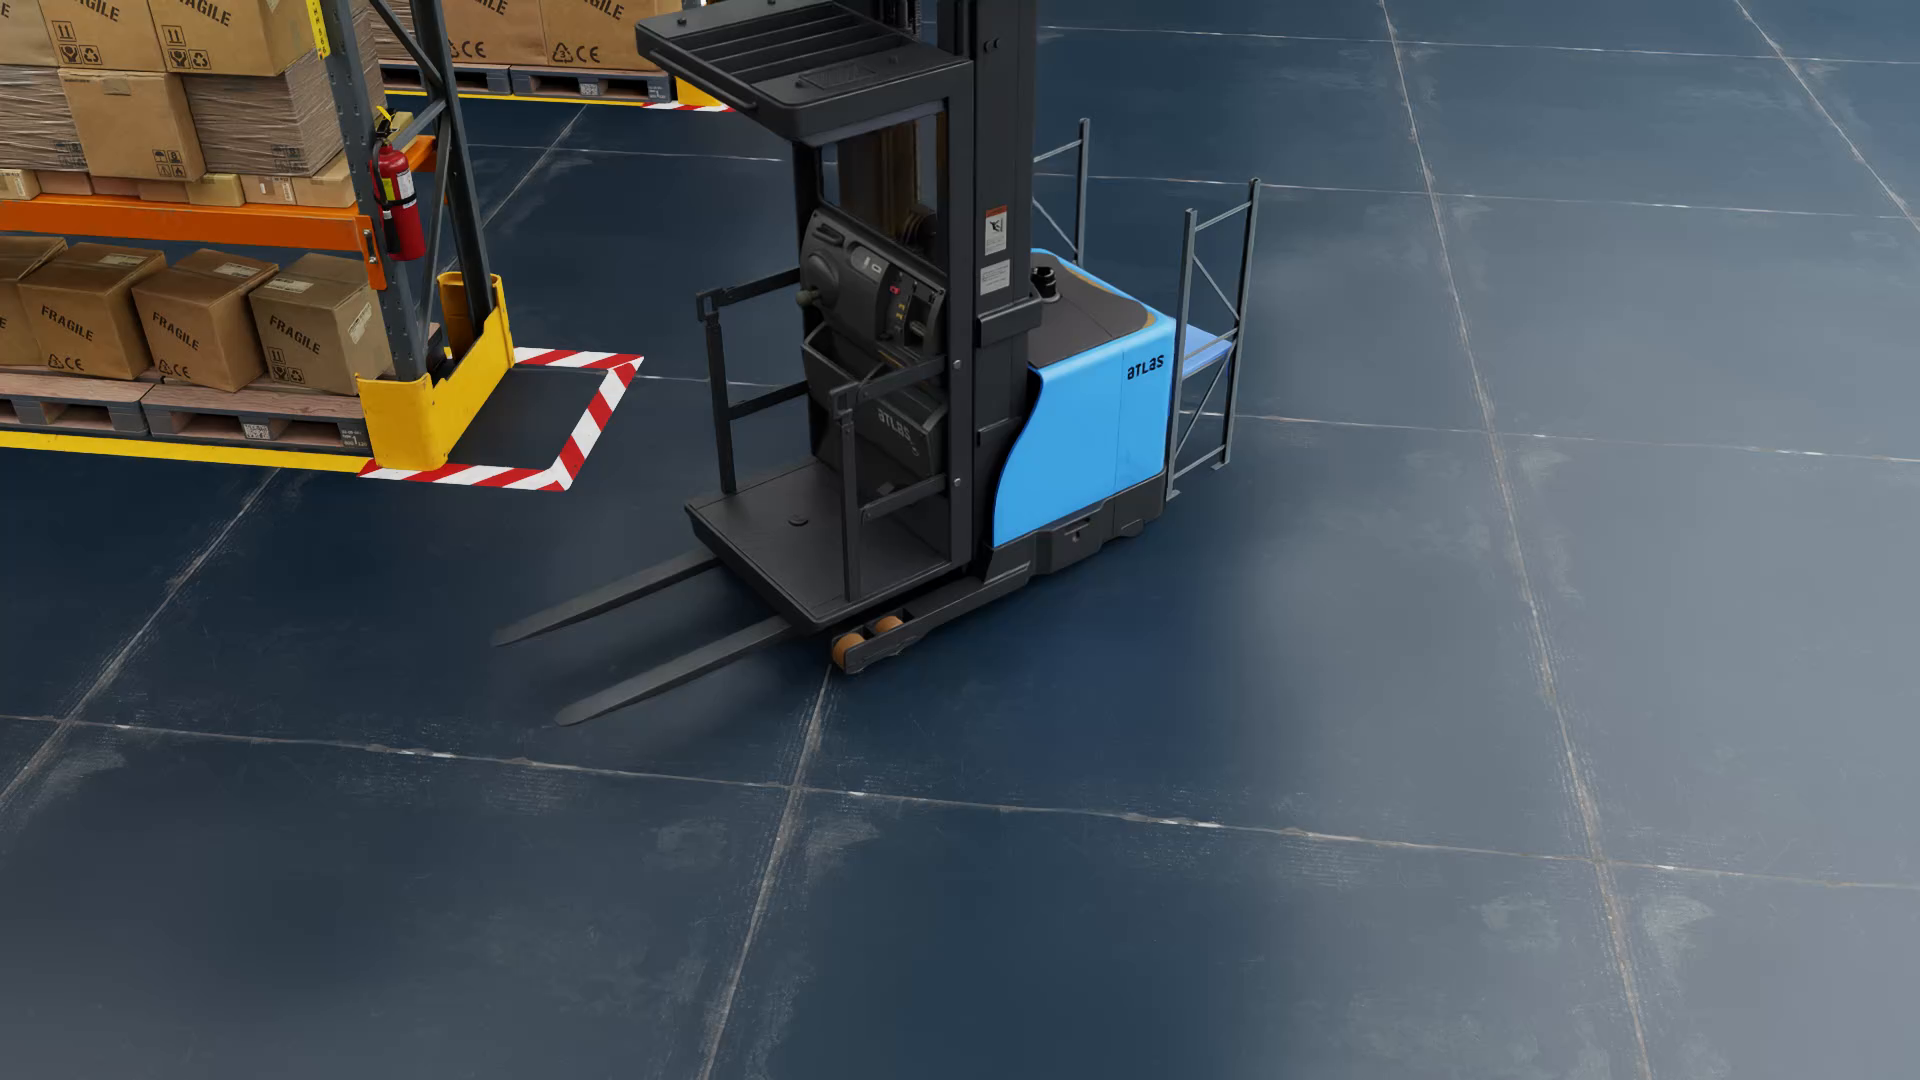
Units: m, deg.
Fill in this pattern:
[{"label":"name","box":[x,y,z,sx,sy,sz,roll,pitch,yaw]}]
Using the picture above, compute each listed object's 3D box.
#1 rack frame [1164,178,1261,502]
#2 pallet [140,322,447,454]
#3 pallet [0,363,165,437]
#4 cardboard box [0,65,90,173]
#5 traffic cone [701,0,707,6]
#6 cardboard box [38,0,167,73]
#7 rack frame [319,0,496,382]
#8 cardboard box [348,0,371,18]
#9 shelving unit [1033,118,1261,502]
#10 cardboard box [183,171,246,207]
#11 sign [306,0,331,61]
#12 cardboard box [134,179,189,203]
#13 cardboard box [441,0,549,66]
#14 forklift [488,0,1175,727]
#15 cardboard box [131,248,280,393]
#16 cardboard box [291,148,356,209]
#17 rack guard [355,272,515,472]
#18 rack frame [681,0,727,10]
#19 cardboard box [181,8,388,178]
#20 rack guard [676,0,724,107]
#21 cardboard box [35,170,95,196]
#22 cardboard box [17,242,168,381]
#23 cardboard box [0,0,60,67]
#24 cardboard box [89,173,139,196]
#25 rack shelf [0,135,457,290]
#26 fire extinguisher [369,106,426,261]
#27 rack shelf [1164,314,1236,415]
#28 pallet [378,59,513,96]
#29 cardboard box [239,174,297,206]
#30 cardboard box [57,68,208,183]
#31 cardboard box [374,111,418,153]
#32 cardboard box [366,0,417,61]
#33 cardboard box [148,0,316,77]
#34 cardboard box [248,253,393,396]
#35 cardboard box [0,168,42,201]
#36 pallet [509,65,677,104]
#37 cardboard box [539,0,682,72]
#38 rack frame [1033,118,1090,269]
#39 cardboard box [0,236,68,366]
[{"label":"rack frame","box":[1.156,-0.903,7.724,0.032,1.500,0.500,30,45,35]},{"label":"pallet","box":[-3.477,-0.850,8.760,1.213,0.211,1.003,4,36,6]},{"label":"pallet","box":[-4.684,-0.942,8.888,1.213,0.211,1.003,4,36,6]},{"label":"cardboard box","box":[-4.144,-2.147,7.834,0.500,0.500,0.875,4,36,6]},{"label":"traffic cone","box":[-2.214,-4.575,13.761,0.334,0.463,0.336,4,36,6]},{"label":"cardboard box","box":[-3.674,-2.400,7.328,0.500,0.500,0.500,4,36,6]},{"label":"rack frame","box":[-2.600,-1.899,7.829,0.127,3.000,1.000,4,36,6]},{"label":"cardboard box","box":[-3.111,-2.666,7.700,0.500,0.500,0.500,4,36,6]},{"label":"shelving unit","box":[0.797,-1.111,8.016,1.048,1.500,0.538,30,45,35]},{"label":"cardboard box","box":[-3.412,-1.707,7.776,0.250,0.149,0.380,4,36,6]},{"label":"sign","box":[-2.691,-2.181,6.955,0.005,0.325,0.100,4,36,6]},{"label":"cardboard box","box":[-3.658,-1.734,7.814,0.250,0.149,0.380,4,36,6]},{"label":"cardboard box","box":[-3.422,-4.132,12.425,0.875,0.875,0.875,4,36,5]},{"label":"forklift","box":[-0.524,-0.983,6.604,3.031,2.935,1.130,-24,42,-29]},{"label":"cardboard box","box":[-3.815,-1.133,8.546,0.500,0.500,0.500,14,38,18]},{"label":"cardboard box","box":[-2.909,-1.699,7.765,0.250,0.149,0.380,4,36,6]},{"label":"rack guard","box":[-2.676,-0.887,8.563,0.348,0.500,1.175,4,36,6]},{"label":"rack frame","box":[-1.868,-4.750,11.823,0.127,3.000,1.000,4,36,6]},{"label":"cardboard box","box":[-3.142,-2.118,7.793,0.500,0.500,0.875,4,36,6]},{"label":"rack guard","box":[-1.844,-3.730,12.547,0.348,0.500,1.175,4,36,6]},{"label":"cardboard box","box":[-4.151,-1.782,7.881,0.250,0.149,0.380,4,36,6]},{"label":"cardboard box","box":[-4.433,-1.190,8.626,0.500,0.500,0.500,7,36,10]},{"label":"cardboard box","box":[-4.170,-2.438,7.382,0.500,0.500,0.500,4,36,6]},{"label":"cardboard box","box":[-3.900,-1.777,7.873,0.250,0.149,0.380,4,36,6]},{"label":"rack shelf","box":[-4.584,-1.754,8.245,4.000,0.370,1.077,4,36,6]},{"label":"fire extinguisher","box":[-2.545,-1.594,7.468,0.183,0.674,0.296,4,36,6]},{"label":"rack shelf","box":[0.797,-0.965,8.121,1.000,0.185,0.538,30,45,35]},{"label":"pallet","box":[-3.878,-3.720,12.781,1.213,0.211,1.003,4,36,6]},{"label":"cardboard box","box":[-3.157,-1.718,7.791,0.250,0.149,0.380,4,36,6]},{"label":"cardboard box","box":[-3.654,-2.085,7.748,0.500,0.500,0.875,4,36,6]},{"label":"cardboard box","box":[-2.853,-1.955,8.124,0.250,0.149,0.380,4,36,6]},{"label":"cardboard box","box":[-4.326,-4.200,12.521,0.875,0.875,0.875,5,36,6]},{"label":"cardboard box","box":[-3.177,-2.366,7.281,0.500,0.500,0.500,4,36,6]},{"label":"cardboard box","box":[-3.218,-1.109,8.511,0.500,0.500,0.500,11,37,15]},{"label":"cardboard box","box":[-4.410,-1.750,7.836,0.250,0.149,0.380,4,36,6]},{"label":"pallet","box":[-2.671,-3.629,12.653,1.213,0.211,1.003,4,36,6]},{"label":"cardboard box","box":[-2.549,-4.068,12.335,0.875,0.875,0.875,4,36,6]},{"label":"rack frame","box":[0.437,-1.320,8.309,0.032,1.500,0.500,30,45,35]},{"label":"cardboard box","box":[-4.981,-1.257,8.720,0.500,0.500,0.500,1,36,2]}]
